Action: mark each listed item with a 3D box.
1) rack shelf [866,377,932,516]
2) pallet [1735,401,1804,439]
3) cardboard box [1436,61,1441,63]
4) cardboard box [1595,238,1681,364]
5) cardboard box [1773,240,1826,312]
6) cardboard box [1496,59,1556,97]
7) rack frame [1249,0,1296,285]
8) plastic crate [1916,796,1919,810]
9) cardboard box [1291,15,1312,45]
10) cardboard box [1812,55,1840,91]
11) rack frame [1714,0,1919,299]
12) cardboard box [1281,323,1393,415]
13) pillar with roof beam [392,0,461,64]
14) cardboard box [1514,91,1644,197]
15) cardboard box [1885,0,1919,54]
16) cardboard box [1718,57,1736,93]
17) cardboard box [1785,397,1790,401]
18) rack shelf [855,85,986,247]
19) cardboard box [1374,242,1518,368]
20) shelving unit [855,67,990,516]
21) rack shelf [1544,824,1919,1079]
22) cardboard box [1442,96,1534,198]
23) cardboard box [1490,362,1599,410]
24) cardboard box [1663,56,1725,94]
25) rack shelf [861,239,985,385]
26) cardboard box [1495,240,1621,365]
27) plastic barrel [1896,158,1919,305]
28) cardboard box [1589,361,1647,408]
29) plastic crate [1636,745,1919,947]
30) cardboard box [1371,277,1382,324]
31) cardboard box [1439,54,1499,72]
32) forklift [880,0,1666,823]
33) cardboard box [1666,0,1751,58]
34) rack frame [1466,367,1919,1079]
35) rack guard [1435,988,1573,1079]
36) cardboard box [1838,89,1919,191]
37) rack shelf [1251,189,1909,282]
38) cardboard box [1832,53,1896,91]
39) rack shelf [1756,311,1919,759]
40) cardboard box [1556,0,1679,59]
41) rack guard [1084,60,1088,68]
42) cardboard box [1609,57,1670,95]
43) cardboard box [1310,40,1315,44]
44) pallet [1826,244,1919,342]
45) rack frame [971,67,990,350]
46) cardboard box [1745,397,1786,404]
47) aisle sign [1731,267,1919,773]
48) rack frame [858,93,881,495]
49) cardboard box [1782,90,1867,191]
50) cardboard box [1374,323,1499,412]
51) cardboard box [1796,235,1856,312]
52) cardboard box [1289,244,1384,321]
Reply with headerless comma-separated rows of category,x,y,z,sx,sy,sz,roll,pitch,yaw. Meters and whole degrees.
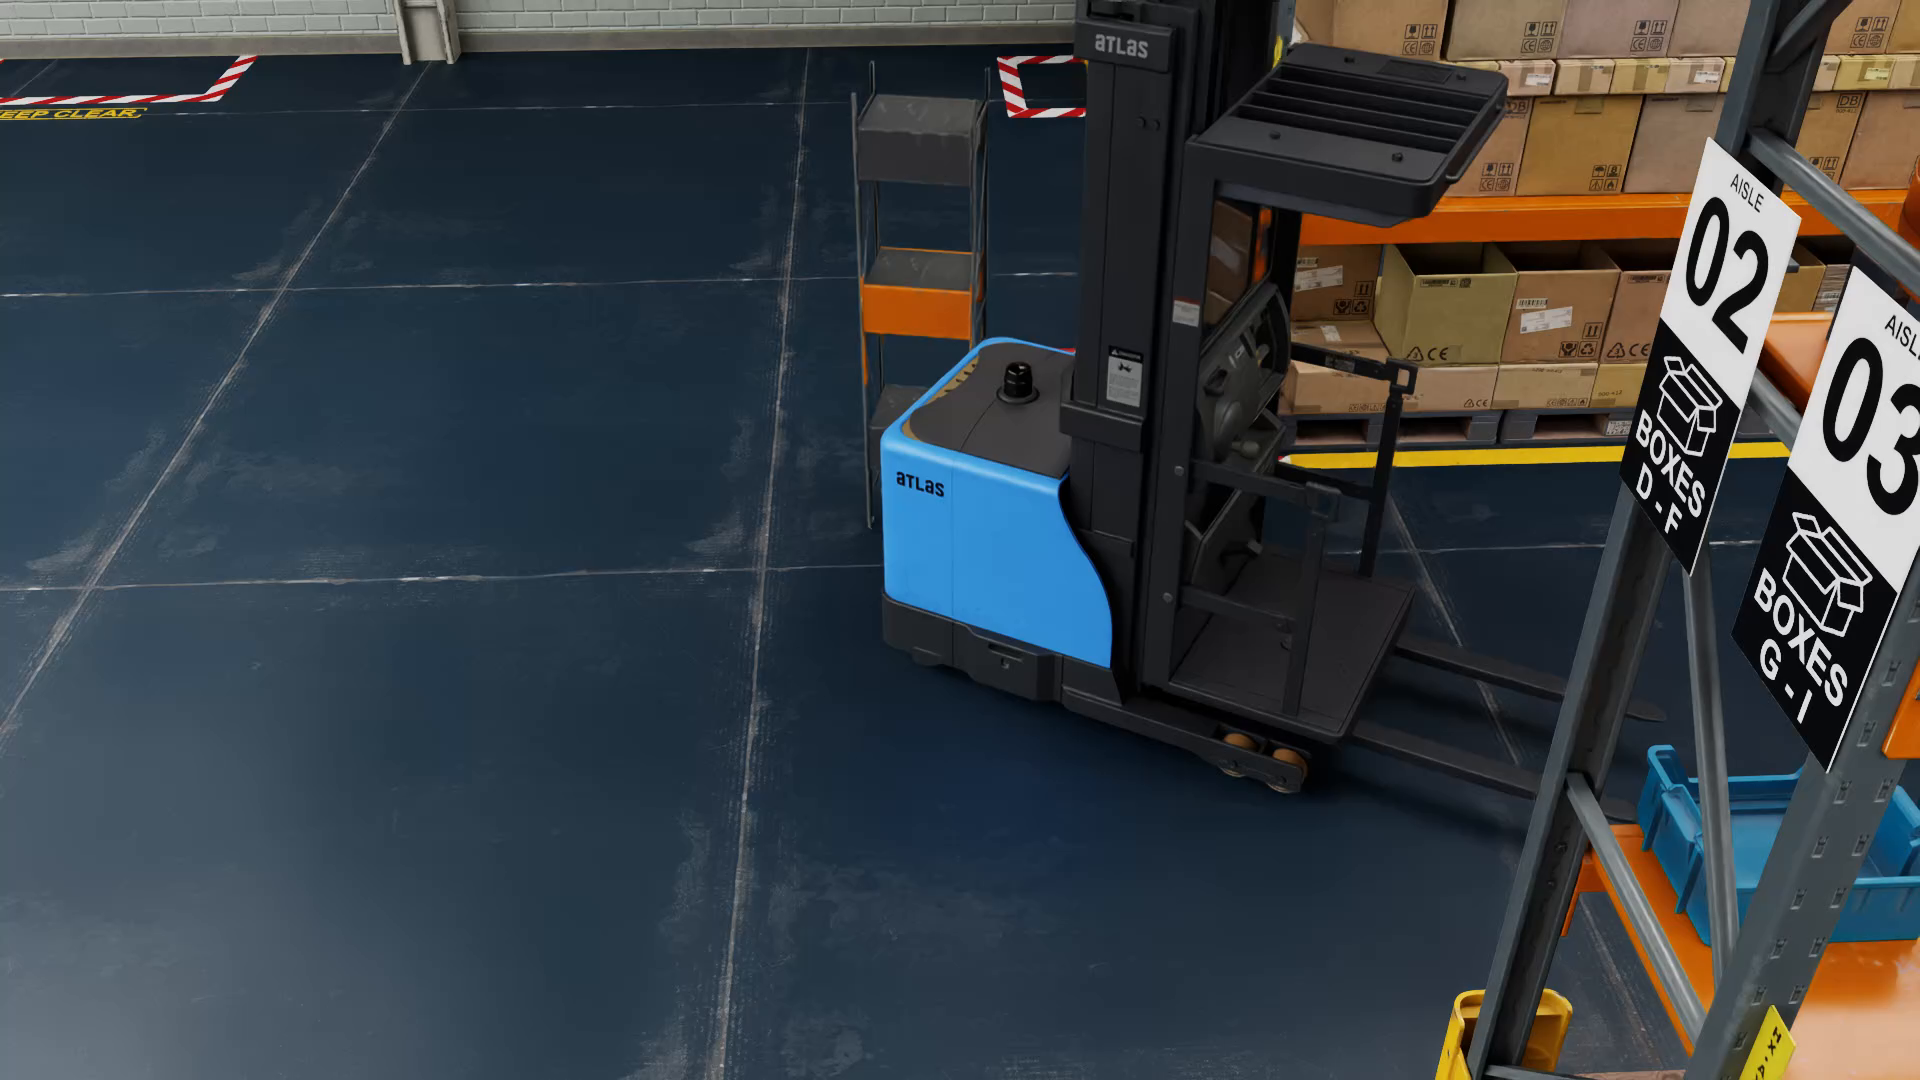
rack shelf,-0.155,-0.419,7.765,0.480,0.518,0.431,5,35,7
pallet,4.545,-0.904,8.871,1.213,0.211,1.003,-2,35,-2
cardboard box,2.011,-2.146,7.556,0.250,0.149,0.380,-2,35,-3
cardboard box,3.390,-1.218,8.263,0.500,0.500,0.500,-2,35,-2
cardboard box,3.889,-1.240,8.294,0.500,0.500,0.500,-2,35,-2
cardboard box,2.513,-2.157,7.573,0.250,0.149,0.380,-2,35,-3
rack frame,1.346,-1.941,7.919,0.127,3.000,1.000,-2,35,-2
plastic crate,2.711,0.738,4.178,0.408,0.251,0.499,-2,35,-2
cardboard box,1.718,-2.367,7.877,0.250,0.149,0.380,-2,35,-3
cardboard box,3.811,-2.194,7.627,0.250,0.149,0.380,-1,35,-1
rack frame,1.576,-1.592,2.143,0.127,3.000,1.000,-2,35,-2
cardboard box,1.892,-0.871,8.420,0.500,0.250,0.500,-2,35,-2
pillar with roof beam,-4.024,-5.125,7.248,0.400,9.000,9.100,-2,35,-2
cardboard box,2.833,-2.014,7.937,0.500,0.500,0.700,-1,35,-2
cardboard box,4.393,-2.593,7.633,0.500,0.500,0.700,-2,35,-2
cardboard box,3.546,-2.185,7.614,0.250,0.149,0.380,0,35,-1
cardboard box,4.388,-0.946,8.528,0.500,0.250,0.500,-2,35,-2
rack shelf,-0.155,-1.570,6.968,0.480,0.518,0.431,5,35,7
cardboard box,2.391,-1.194,8.227,0.500,0.500,0.500,-2,35,-2
shelving unit,-0.153,-1.006,7.358,0.499,2.100,0.431,5,35,7
rack shelf,3.574,1.117,4.133,4.000,0.370,1.077,-2,35,-2
cardboard box,4.548,-1.777,8.332,4.930,1.340,1.023,-1,35,-1
cardboard box,2.890,-0.900,8.461,0.500,0.250,0.500,-2,35,-2
cardboard box,3.283,-2.178,7.603,0.250,0.149,0.380,-1,35,-2
rack shelf,-0.155,-0.995,7.366,0.480,0.518,0.431,5,35,7
cardboard box,2.890,-1.215,8.257,0.500,0.500,0.500,-2,35,-2
plastic barrel,2.056,-0.793,2.878,0.708,0.830,0.600,-2,35,-2
cardboard box,3.390,-0.910,8.477,0.500,0.250,0.500,-2,35,-2
plastic crate,2.062,0.752,4.158,0.616,0.251,0.499,-2,35,-2
cardboard box,2.366,-1.186,8.874,0.500,0.250,0.500,-2,35,-2
cardboard box,2.260,-2.151,7.565,0.250,0.149,0.380,-1,35,-2
forklift,1.011,-0.717,6.211,3.618,2.935,1.344,17,38,22
cardboard box,3.394,-2.567,7.596,0.500,0.500,0.700,-2,35,-2
rack frame,1.576,0.875,3.850,0.127,3.000,1.000,-2,35,-2
rack guard,1.650,1.874,4.603,0.348,0.500,1.175,-2,35,-2
cardboard box,4.372,-2.056,7.998,0.500,0.500,0.700,-2,35,-3
rack shelf,3.343,-1.699,8.201,4.000,0.370,1.077,-2,35,-2
cardboard box,4.063,-2.201,7.637,0.250,0.149,0.380,-2,35,-2
rack shelf,3.574,-0.117,3.279,4.000,0.370,1.077,-2,35,-2
cardboard box,2.894,-2.553,7.576,0.500,0.500,0.700,-1,35,-2
rack guard,1.183,-3.731,12.702,0.348,0.500,1.175,-2,35,-2
cardboard box,3.034,-2.173,7.596,0.250,0.149,0.380,-2,35,-3
cardboard box,1.748,-2.137,7.544,0.250,0.149,0.380,-2,35,-3
pallet,2.407,-0.248,3.002,1.213,0.211,1.003,-2,35,-2
rack frame,0.086,-0.985,7.328,0.015,2.100,0.400,5,35,7
cardboard box,3.890,-0.924,8.497,0.500,0.250,0.500,-2,35,-2
aisle sign,1.518,-0.026,2.867,0.004,0.787,0.394,-2,35,-2
rack frame,-0.396,-1.027,7.388,0.006,1.831,0.380,5,35,7
cardboard box,3.870,-2.045,7.981,0.500,0.500,0.700,-1,35,-2
cardboard box,2.391,-0.886,8.442,0.500,0.250,0.500,-2,35,-2
cardboard box,4.388,-1.255,8.316,0.500,0.500,0.500,-2,35,-2
cardboard box,1.867,-1.475,8.633,0.500,0.500,0.500,-2,35,-2
